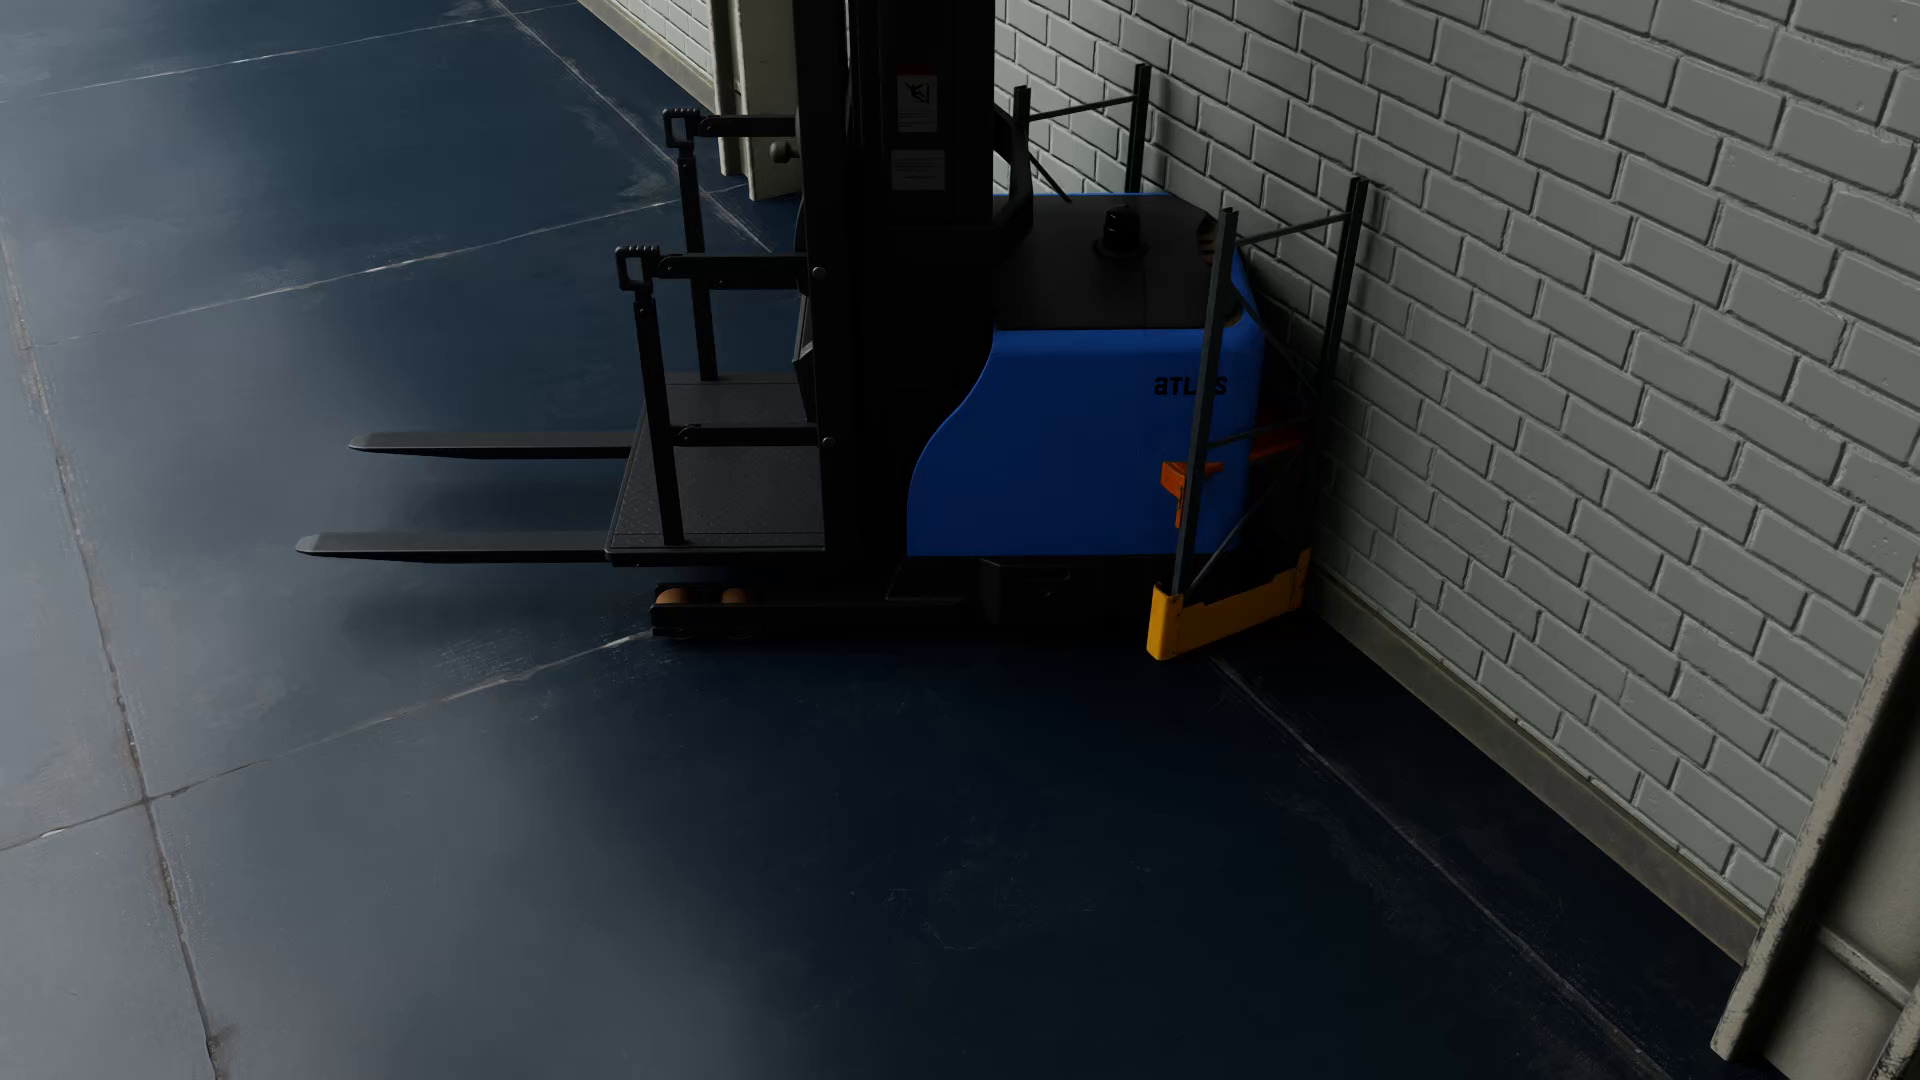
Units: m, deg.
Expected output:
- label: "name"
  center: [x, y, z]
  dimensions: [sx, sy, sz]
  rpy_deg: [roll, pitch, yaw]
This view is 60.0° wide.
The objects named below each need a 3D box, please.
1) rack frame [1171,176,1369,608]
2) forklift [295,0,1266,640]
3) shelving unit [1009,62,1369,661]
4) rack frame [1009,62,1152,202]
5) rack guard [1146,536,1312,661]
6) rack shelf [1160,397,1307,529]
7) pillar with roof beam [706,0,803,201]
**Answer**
- label: "rack frame"
  center: [0.886, -0.321, 4.919]
  dimensions: [0.500, 1.500, 0.032]
  rpy_deg: [-18, 40, -25]
- label: "forklift"
  center: [-0.623, -1.179, 4.879]
  dimensions: [3.031, 2.935, 1.130]
  rpy_deg: [0, 36, -1]
- label: "shelving unit"
  center: [0.622, -0.583, 5.278]
  dimensions: [0.587, 1.500, 1.083]
  rpy_deg: [-18, 40, -25]
- label: "rack frame"
  center: [0.368, -0.837, 5.625]
  dimensions: [0.500, 1.500, 0.032]
  rpy_deg: [-18, 40, -25]
- label: "rack guard"
  center: [0.859, 0.180, 5.293]
  dimensions: [0.587, 0.250, 0.087]
  rpy_deg: [-18, 40, -25]
- label: "rack shelf"
  center: [0.622, -0.432, 5.376]
  dimensions: [0.538, 0.185, 1.000]
  rpy_deg: [-18, 40, -25]
- label: "pillar with roof beam"
  center: [-4.677, -4.129, 3.774]
  dimensions: [9.100, 9.000, 0.400]
  rpy_deg: [-19, 40, -24]
